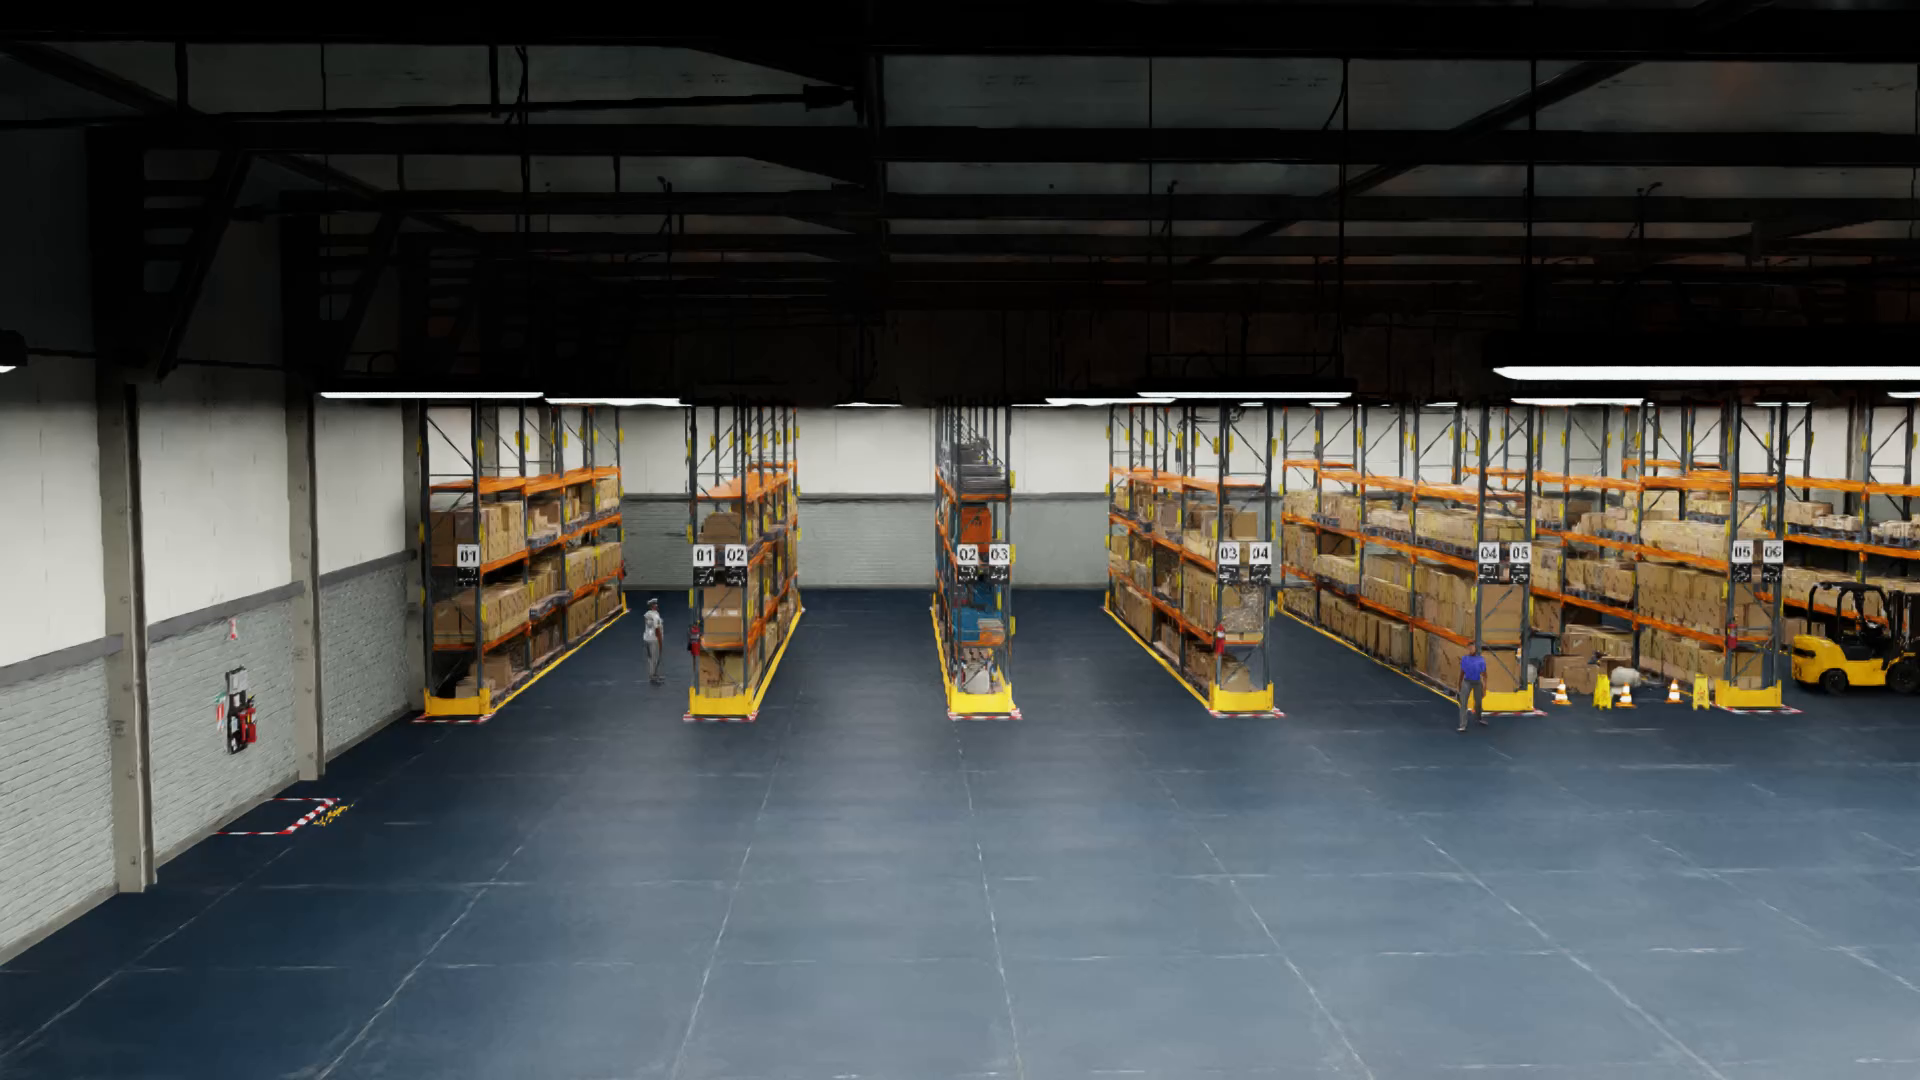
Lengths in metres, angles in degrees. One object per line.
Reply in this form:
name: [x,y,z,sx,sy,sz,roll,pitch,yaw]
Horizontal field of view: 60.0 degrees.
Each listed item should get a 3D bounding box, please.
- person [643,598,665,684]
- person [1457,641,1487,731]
person: [-6.363,2.099,34.768,0.476,1.758,0.593,-3,5,-34]
person: [9.169,2.586,29.717,0.502,1.593,0.944,2,5,20]
